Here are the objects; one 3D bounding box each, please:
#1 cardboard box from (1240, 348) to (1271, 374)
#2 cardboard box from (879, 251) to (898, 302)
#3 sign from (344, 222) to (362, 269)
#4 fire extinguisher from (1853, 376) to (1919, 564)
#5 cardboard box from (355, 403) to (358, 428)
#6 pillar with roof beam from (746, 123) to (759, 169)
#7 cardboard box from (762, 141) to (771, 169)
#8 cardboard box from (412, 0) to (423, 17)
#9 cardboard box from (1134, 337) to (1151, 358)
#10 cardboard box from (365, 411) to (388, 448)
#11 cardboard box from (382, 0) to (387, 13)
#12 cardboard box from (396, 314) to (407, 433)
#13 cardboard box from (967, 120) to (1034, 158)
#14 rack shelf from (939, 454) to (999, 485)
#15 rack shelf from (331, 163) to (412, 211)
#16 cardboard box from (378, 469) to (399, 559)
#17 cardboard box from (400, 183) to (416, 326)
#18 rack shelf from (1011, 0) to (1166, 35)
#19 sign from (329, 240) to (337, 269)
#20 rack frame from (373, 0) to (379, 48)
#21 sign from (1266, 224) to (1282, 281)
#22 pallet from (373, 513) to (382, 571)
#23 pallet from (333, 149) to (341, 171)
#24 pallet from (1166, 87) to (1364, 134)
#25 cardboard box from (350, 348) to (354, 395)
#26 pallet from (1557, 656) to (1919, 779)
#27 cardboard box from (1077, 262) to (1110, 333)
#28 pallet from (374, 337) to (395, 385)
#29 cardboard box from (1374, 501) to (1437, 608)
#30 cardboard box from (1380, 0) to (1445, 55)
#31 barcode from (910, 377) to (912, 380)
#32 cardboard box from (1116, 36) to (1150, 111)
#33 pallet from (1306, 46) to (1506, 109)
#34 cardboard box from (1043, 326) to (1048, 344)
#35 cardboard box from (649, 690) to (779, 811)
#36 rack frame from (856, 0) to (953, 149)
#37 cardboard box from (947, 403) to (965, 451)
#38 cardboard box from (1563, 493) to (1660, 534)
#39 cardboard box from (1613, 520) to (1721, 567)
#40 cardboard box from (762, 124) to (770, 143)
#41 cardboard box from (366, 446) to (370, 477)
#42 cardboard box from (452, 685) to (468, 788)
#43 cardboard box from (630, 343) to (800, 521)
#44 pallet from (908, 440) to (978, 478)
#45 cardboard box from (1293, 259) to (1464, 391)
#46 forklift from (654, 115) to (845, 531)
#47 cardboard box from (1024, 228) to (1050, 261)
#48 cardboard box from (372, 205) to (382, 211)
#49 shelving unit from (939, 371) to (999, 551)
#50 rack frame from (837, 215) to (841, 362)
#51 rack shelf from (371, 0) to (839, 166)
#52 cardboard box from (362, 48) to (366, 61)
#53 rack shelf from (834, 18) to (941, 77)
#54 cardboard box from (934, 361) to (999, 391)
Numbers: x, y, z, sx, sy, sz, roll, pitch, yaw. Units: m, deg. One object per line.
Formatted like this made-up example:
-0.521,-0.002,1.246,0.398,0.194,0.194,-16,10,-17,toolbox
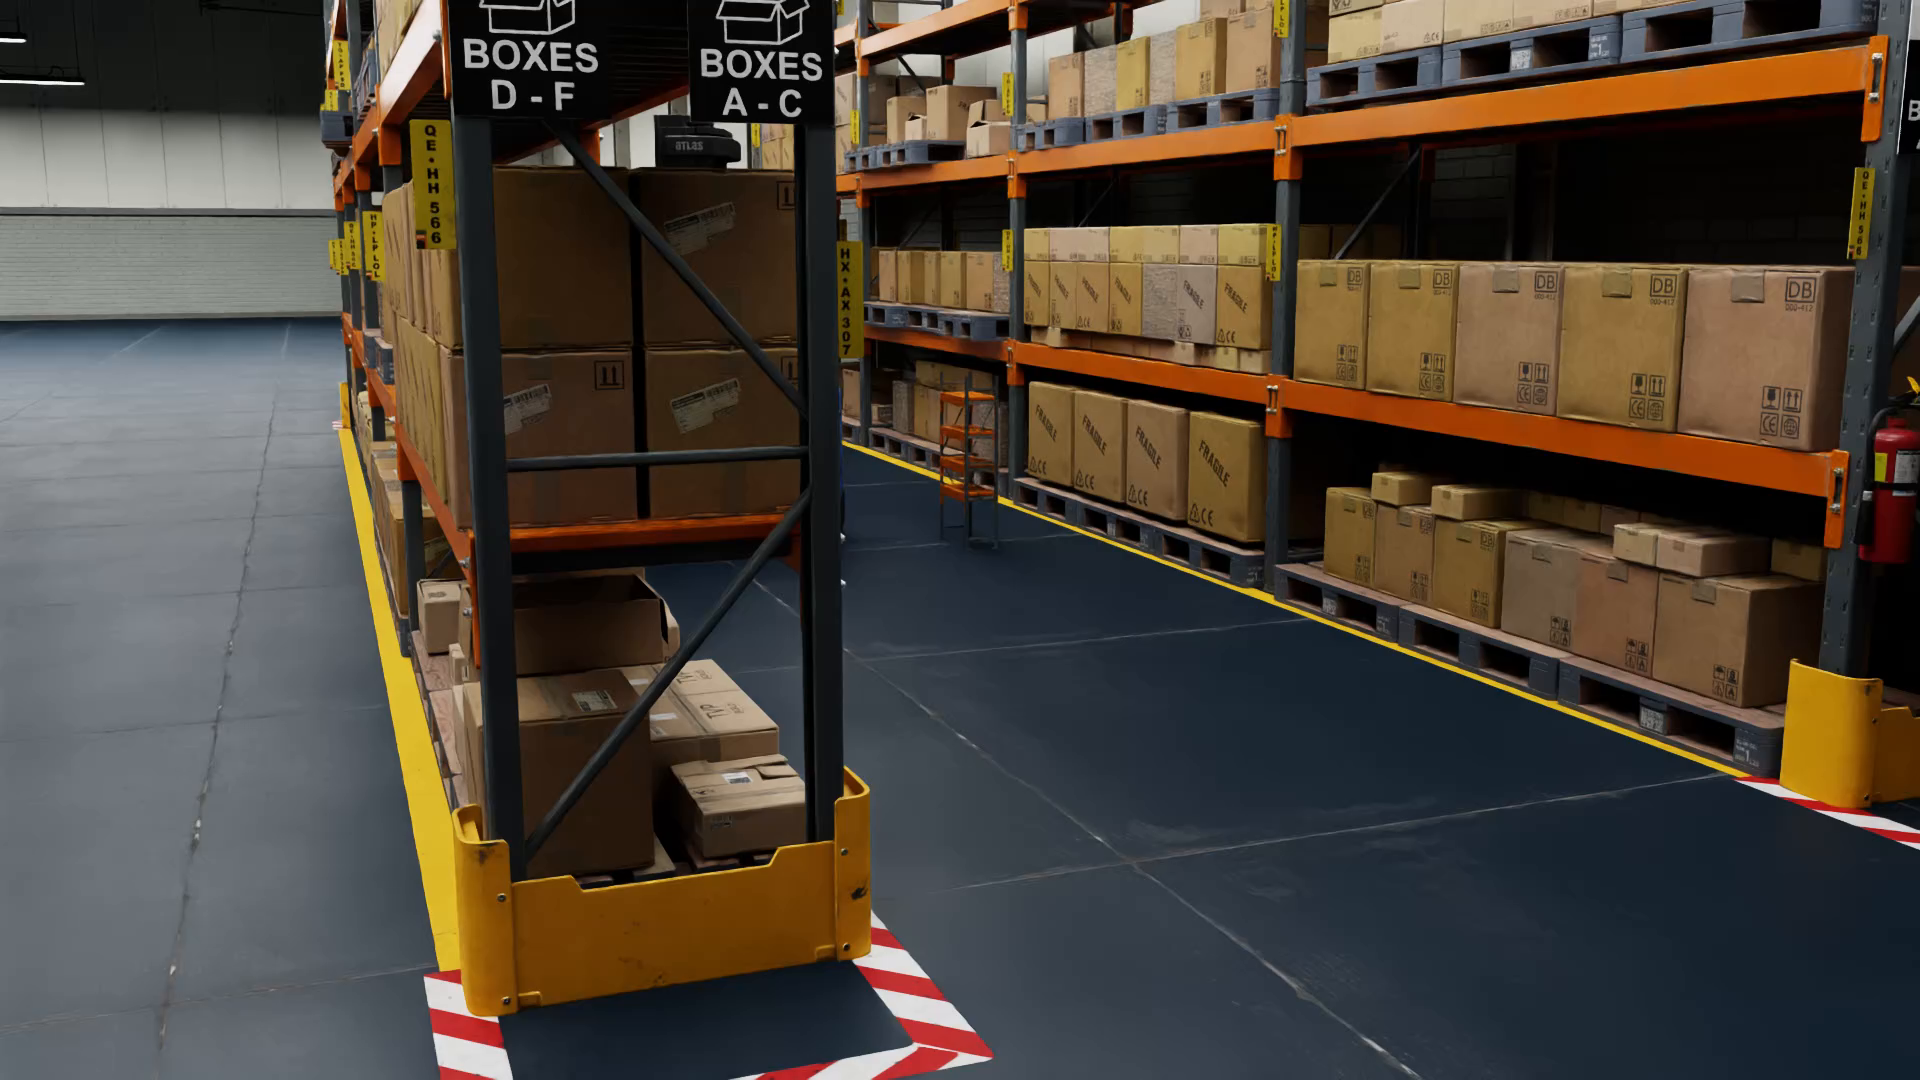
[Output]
1.953,-1.108,10.247,0.380,0.149,0.250,-4,11,-20,cardboard box
-0.407,-2.671,16.832,0.700,0.500,0.500,-4,11,-21,cardboard box
-4.242,-2.057,11.615,0.100,0.325,0.005,-4,11,-21,sign
3.414,-0.257,6.083,0.296,0.674,0.183,-4,11,-21,fire extinguisher
-6.096,-1.335,17.514,0.500,0.250,0.500,-4,11,-21,cardboard box
-7.136,-6.744,24.140,9.100,9.000,0.400,-4,11,-21,pillar with roof beam
-2.121,-4.609,20.360,0.500,0.500,0.500,-4,11,-19,cardboard box
-1.430,-1.770,5.167,0.500,0.250,0.500,-4,11,-21,cardboard box
1.448,-1.363,11.676,0.380,0.149,0.250,-4,11,-19,cardboard box
-4.520,-0.889,13.403,0.500,0.311,0.500,-4,11,-21,cardboard box
-2.149,-2.343,6.960,0.500,0.250,0.500,-4,11,-21,cardboard box
-2.157,-0.735,7.204,0.500,0.500,0.500,-4,11,-20,cardboard box
0.377,-3.381,13.996,0.500,0.311,0.500,-4,11,-21,cardboard box
0.060,-0.497,11.675,0.258,0.148,0.480,-4,11,-21,rack shelf
-5.900,-3.625,17.223,1.077,0.370,4.000,-4,11,-21,rack shelf
-3.261,-0.164,10.160,0.500,0.500,0.500,-4,11,-23,cardboard box
-1.806,-1.064,6.199,0.500,0.500,0.500,-4,11,-19,cardboard box
1.615,-3.914,11.425,1.077,0.370,4.000,-4,11,-21,rack shelf
-7.144,-3.260,18.983,0.100,0.325,0.005,-4,11,-21,sign
-2.276,-3.824,7.721,1.000,3.000,0.127,-4,11,-21,rack frame
1.837,-1.680,9.720,0.100,0.325,0.005,-4,11,-21,sign
-3.490,-0.026,11.463,1.003,0.211,1.213,-4,11,-21,pallet
-5.947,-3.946,17.224,1.003,0.211,1.213,-4,11,-21,pallet
1.961,-2.714,10.595,0.805,0.209,1.217,-4,11,-23,pallet
-6.455,-1.868,18.367,0.500,0.500,0.500,-4,11,-21,cardboard box
3.426,0.715,7.297,1.003,0.211,1.213,-4,11,-21,pallet
1.187,-1.781,12.175,0.500,0.500,0.500,-4,11,-21,cardboard box
-3.017,-1.111,10.151,1.003,0.211,1.213,-4,11,-21,pallet
2.694,0.050,9.014,0.700,0.500,0.500,-4,11,-21,cardboard box
2.516,-2.630,8.521,0.500,0.250,0.500,-4,11,-22,cardboard box
-0.532,-1.738,18.092,0.001,0.075,0.075,-4,11,-21,barcode
1.549,-3.331,11.973,0.700,0.500,0.500,-3,11,-18,cardboard box
2.626,-2.484,9.008,1.003,0.211,1.213,-4,11,-21,pallet
0.877,-1.614,13.089,0.380,0.149,0.250,-4,11,-20,cardboard box
-0.940,0.732,5.837,0.500,0.250,0.500,-4,11,-21,cardboard box
-0.560,-5.445,16.833,1.000,3.000,0.127,-4,11,-21,rack frame
0.296,-1.109,15.470,0.700,0.500,0.500,-4,11,-21,cardboard box
3.213,-0.135,8.198,0.380,0.149,0.250,-4,11,-20,cardboard box
3.132,0.013,7.366,0.380,0.149,0.250,-4,11,-19,cardboard box
-2.096,-5.094,20.228,0.500,0.500,0.500,-5,11,-25,cardboard box
-4.702,-0.696,13.922,0.500,0.250,0.500,-4,11,-20,cardboard box
-1.570,0.690,6.072,0.500,0.250,0.500,-4,11,-21,cardboard box
-0.742,-0.356,5.068,0.500,0.500,0.500,-4,11,-20,cardboard box
0.170,-0.792,15.767,1.003,0.211,1.213,-4,11,-21,pallet
2.521,-1.243,9.487,0.980,0.700,0.700,-4,11,-20,cardboard box
-2.362,-1.438,11.633,3.031,2.935,1.130,0,10,-1,forklift
0.825,-2.318,13.051,0.500,0.250,0.500,-4,11,-20,cardboard box
-5.342,-2.936,15.870,0.700,0.500,0.500,-4,11,-21,cardboard box
0.060,-0.564,11.663,0.258,1.200,0.503,-4,11,-21,shelving unit
-2.009,-3.144,21.029,1.000,3.000,0.127,-4,11,-21,rack frame
-1.551,-1.666,6.212,1.077,0.370,4.000,-4,11,-21,rack shelf
-4.988,-4.052,14.655,0.500,0.500,0.500,-4,11,-20,cardboard box
-1.284,-5.415,18.731,1.077,0.370,4.000,-4,11,-21,rack shelf
0.078,-1.571,15.925,0.500,0.250,0.500,-4,11,-23,cardboard box
